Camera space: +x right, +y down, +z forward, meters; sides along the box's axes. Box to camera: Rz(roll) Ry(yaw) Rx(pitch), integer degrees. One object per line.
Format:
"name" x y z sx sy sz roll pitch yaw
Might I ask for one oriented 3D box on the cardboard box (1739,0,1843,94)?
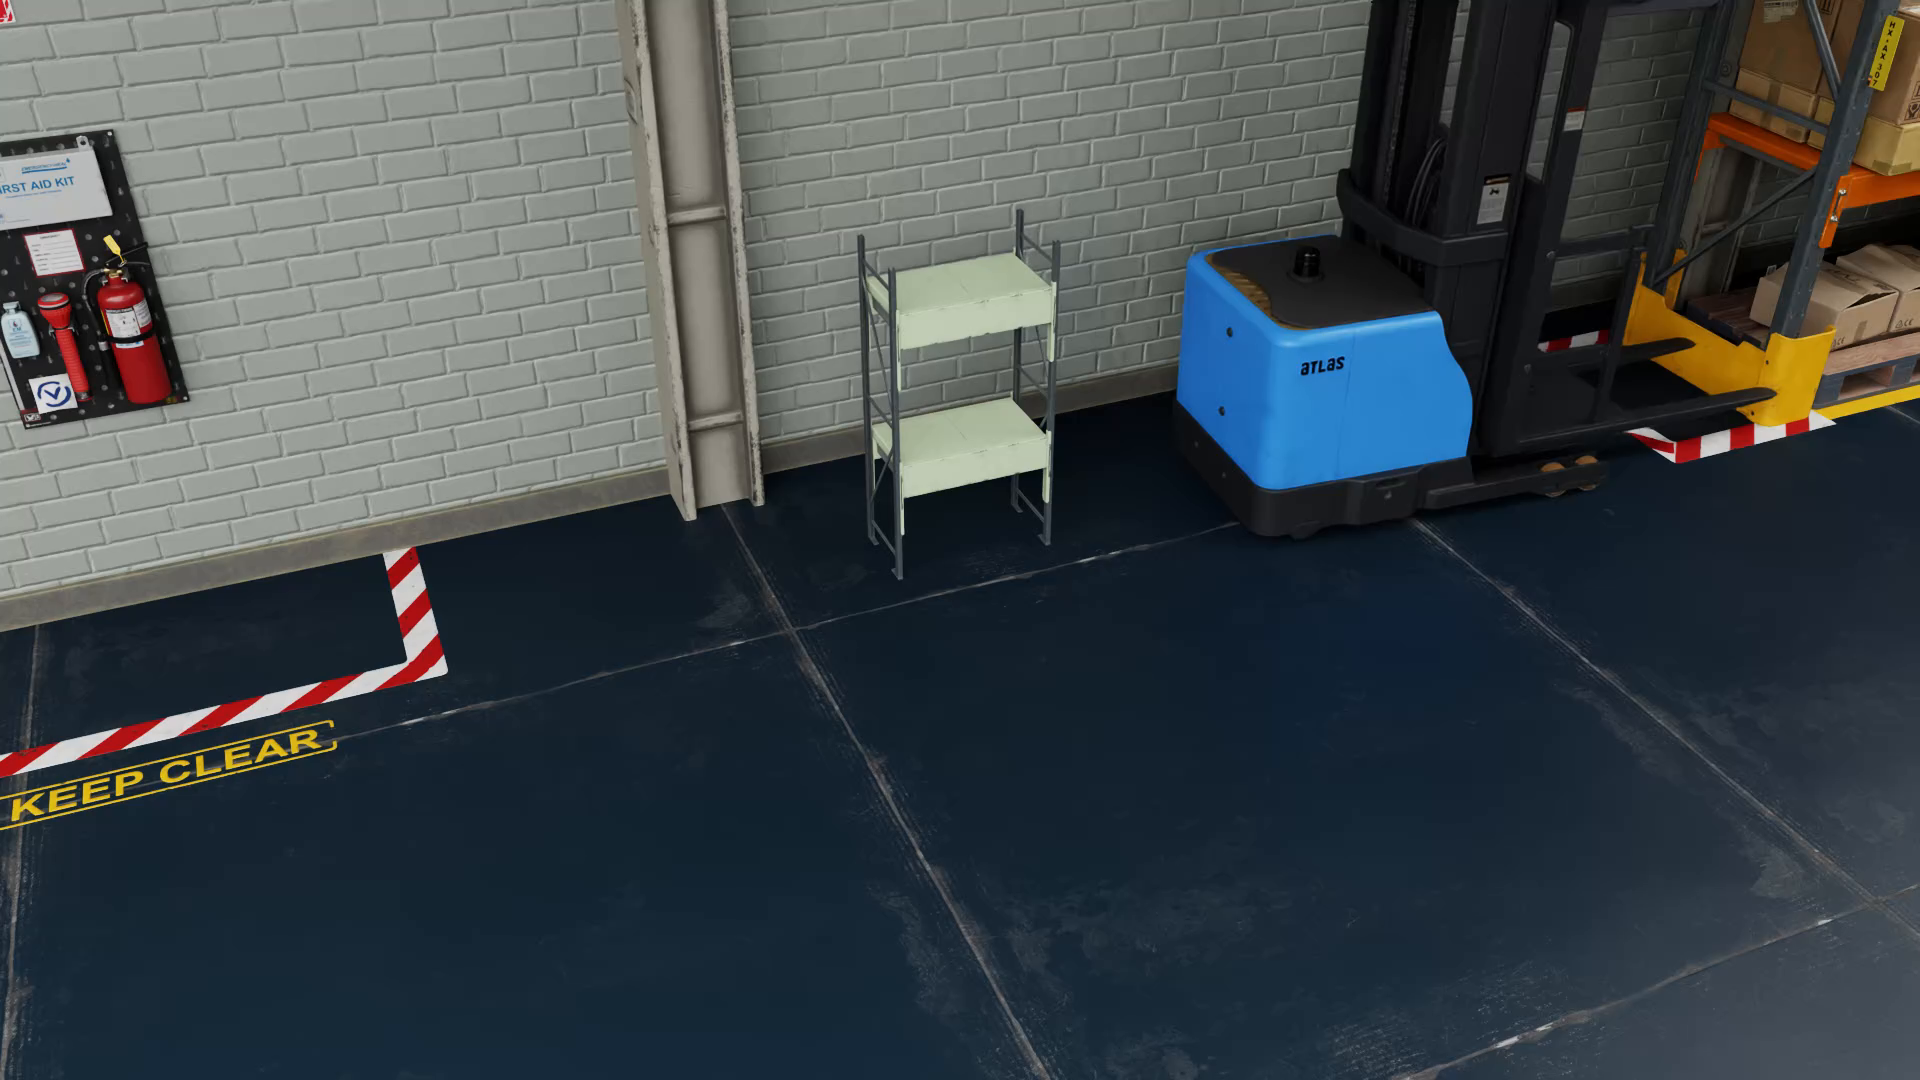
"cardboard box" 4.396 -2.616 8.452 0.500 0.500 0.500 -13 35 -19

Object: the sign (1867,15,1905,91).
"sign" 4.253 -2.240 7.648 0.005 0.325 0.100 -13 35 -19

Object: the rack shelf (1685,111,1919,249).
"rack shelf" 5.887 -2.271 9.149 4.000 0.370 1.077 -13 35 -19

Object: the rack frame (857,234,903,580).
"rack frame" -0.344 -0.550 7.220 0.023 1.500 0.400 -13 35 -19

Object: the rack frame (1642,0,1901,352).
"rack frame" 4.043 -2.150 8.304 0.127 3.000 1.000 -13 35 -19

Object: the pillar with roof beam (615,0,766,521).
"pillar with roof beam" 0.488 -1.816 2.289 0.400 9.000 9.100 -13 35 -19

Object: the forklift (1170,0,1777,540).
"forklift" 2.635 -1.700 7.675 3.031 2.935 1.130 -10 34 -15

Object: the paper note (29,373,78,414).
"paper note" -3.662 -0.591 6.716 0.142 0.148 0.016 -13 35 -19

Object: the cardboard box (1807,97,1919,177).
"cardboard box" 4.616 -2.039 8.252 0.500 0.250 0.500 -14 36 -20

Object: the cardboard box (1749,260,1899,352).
"cardboard box" 4.716 -1.308 9.072 0.500 0.311 0.500 -17 37 -24

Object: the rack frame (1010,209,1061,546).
"rack frame" 0.331 -0.704 7.458 0.023 1.500 0.400 -13 35 -19

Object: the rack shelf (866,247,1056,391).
"rack shelf" -0.006 -0.954 7.126 0.720 0.370 0.431 -13 35 -19

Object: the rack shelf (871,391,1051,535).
"rack shelf" -0.006 -0.354 7.517 0.720 0.370 0.431 -13 35 -19

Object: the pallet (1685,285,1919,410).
"pallet" 4.876 -1.151 9.325 1.213 0.211 1.003 -13 35 -19

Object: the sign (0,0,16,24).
"sign" -3.518 -1.983 5.922 0.199 0.298 0.001 -13 35 -19

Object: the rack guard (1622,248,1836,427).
"rack guard" 4.113 -1.118 9.010 0.348 0.500 1.175 -13 35 -19

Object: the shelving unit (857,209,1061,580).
"shelving unit" -0.006 -0.627 7.339 0.755 1.500 0.431 -13 35 -19

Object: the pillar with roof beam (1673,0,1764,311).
"pillar with roof beam" 6.020 -3.082 4.236 0.400 9.000 9.100 -13 35 -19

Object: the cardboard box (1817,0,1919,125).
"cardboard box" 4.600 -2.359 8.057 0.500 0.500 0.500 -13 35 -19

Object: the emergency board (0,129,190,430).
"emergency board" -3.472 -0.963 6.480 0.643 1.169 0.194 -13 35 -19

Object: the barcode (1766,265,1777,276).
"barcode" 4.578 -1.517 9.385 0.075 0.075 0.001 -13 35 -19

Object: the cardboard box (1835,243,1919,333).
"cardboard box" 5.242 -1.429 9.257 0.500 0.311 0.500 -10 34 -15

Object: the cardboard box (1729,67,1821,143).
"cardboard box" 4.399 -2.292 8.641 0.500 0.250 0.500 -12 35 -18
